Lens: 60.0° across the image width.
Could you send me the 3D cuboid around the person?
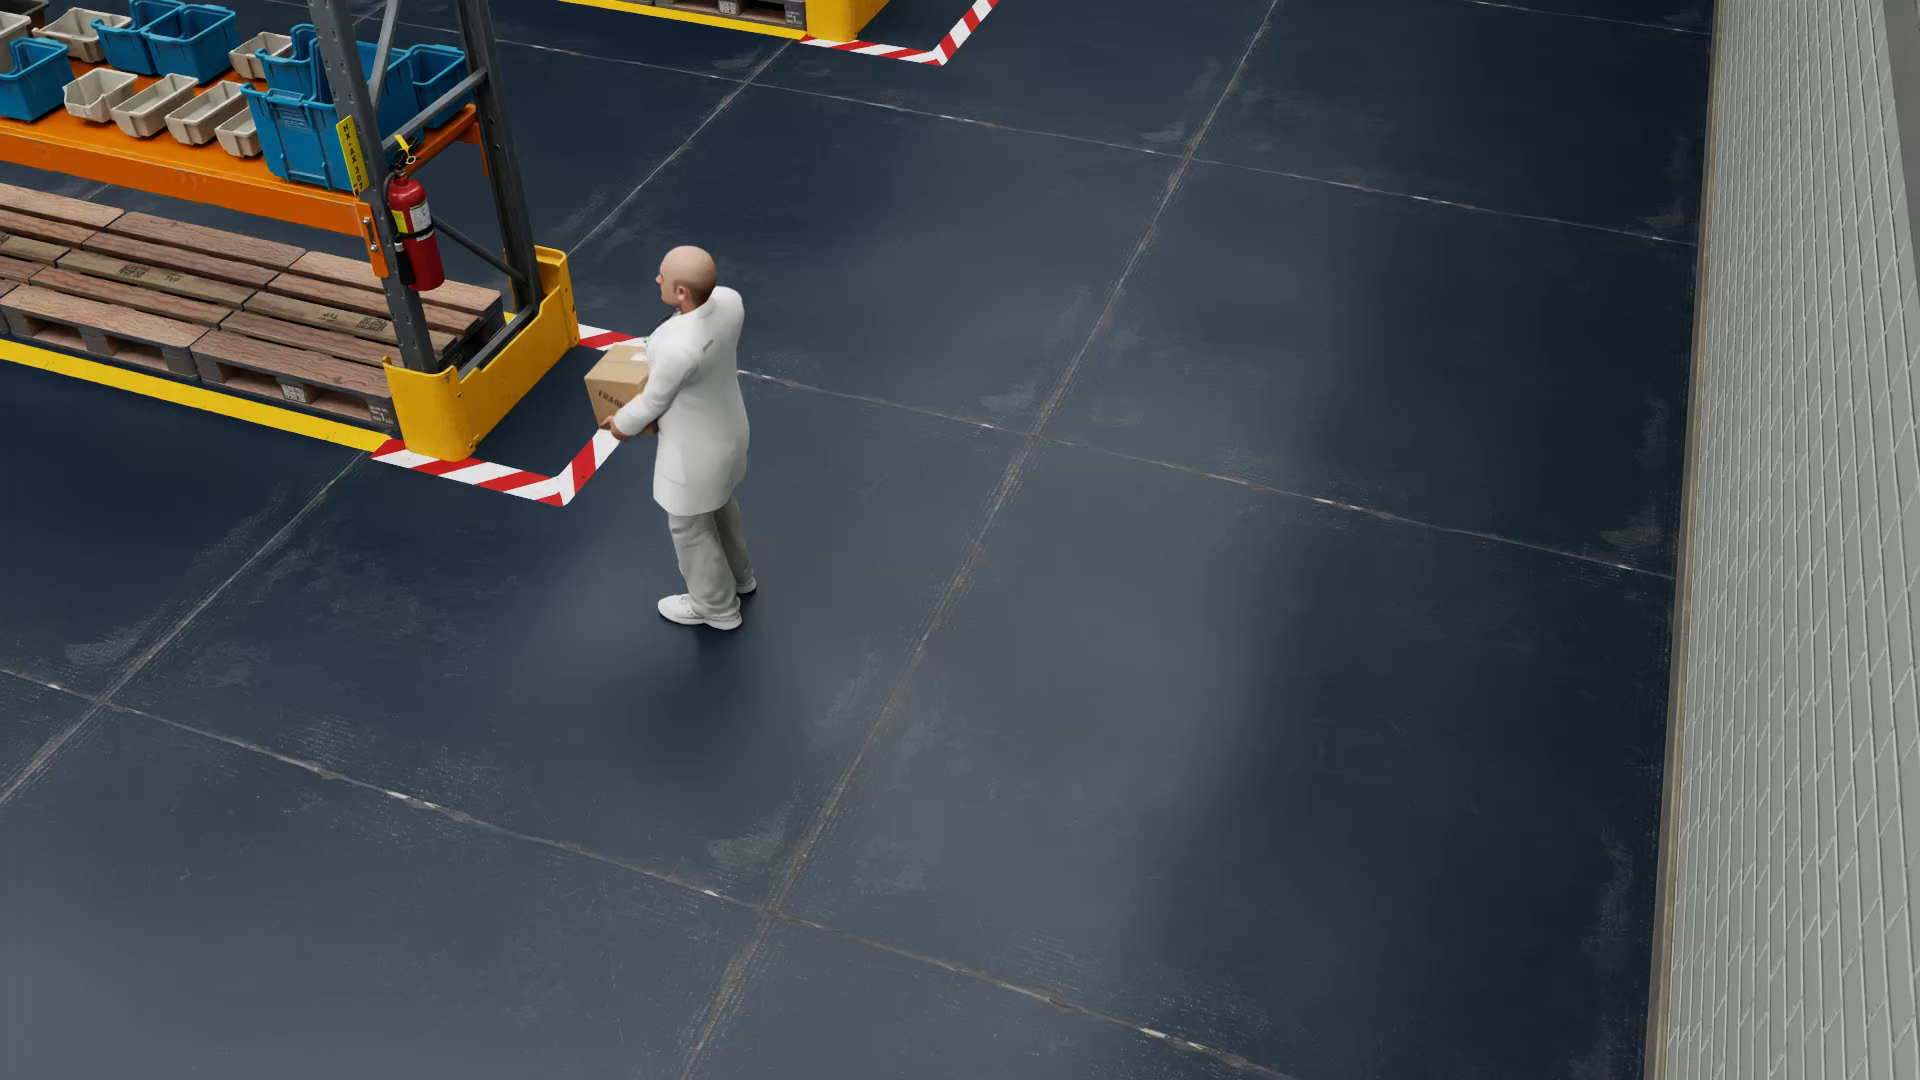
[{"bbox_3d":[-1.129,-0.423,6.660,0.543,1.778,0.522,13,43,15],"label":"person"}]
